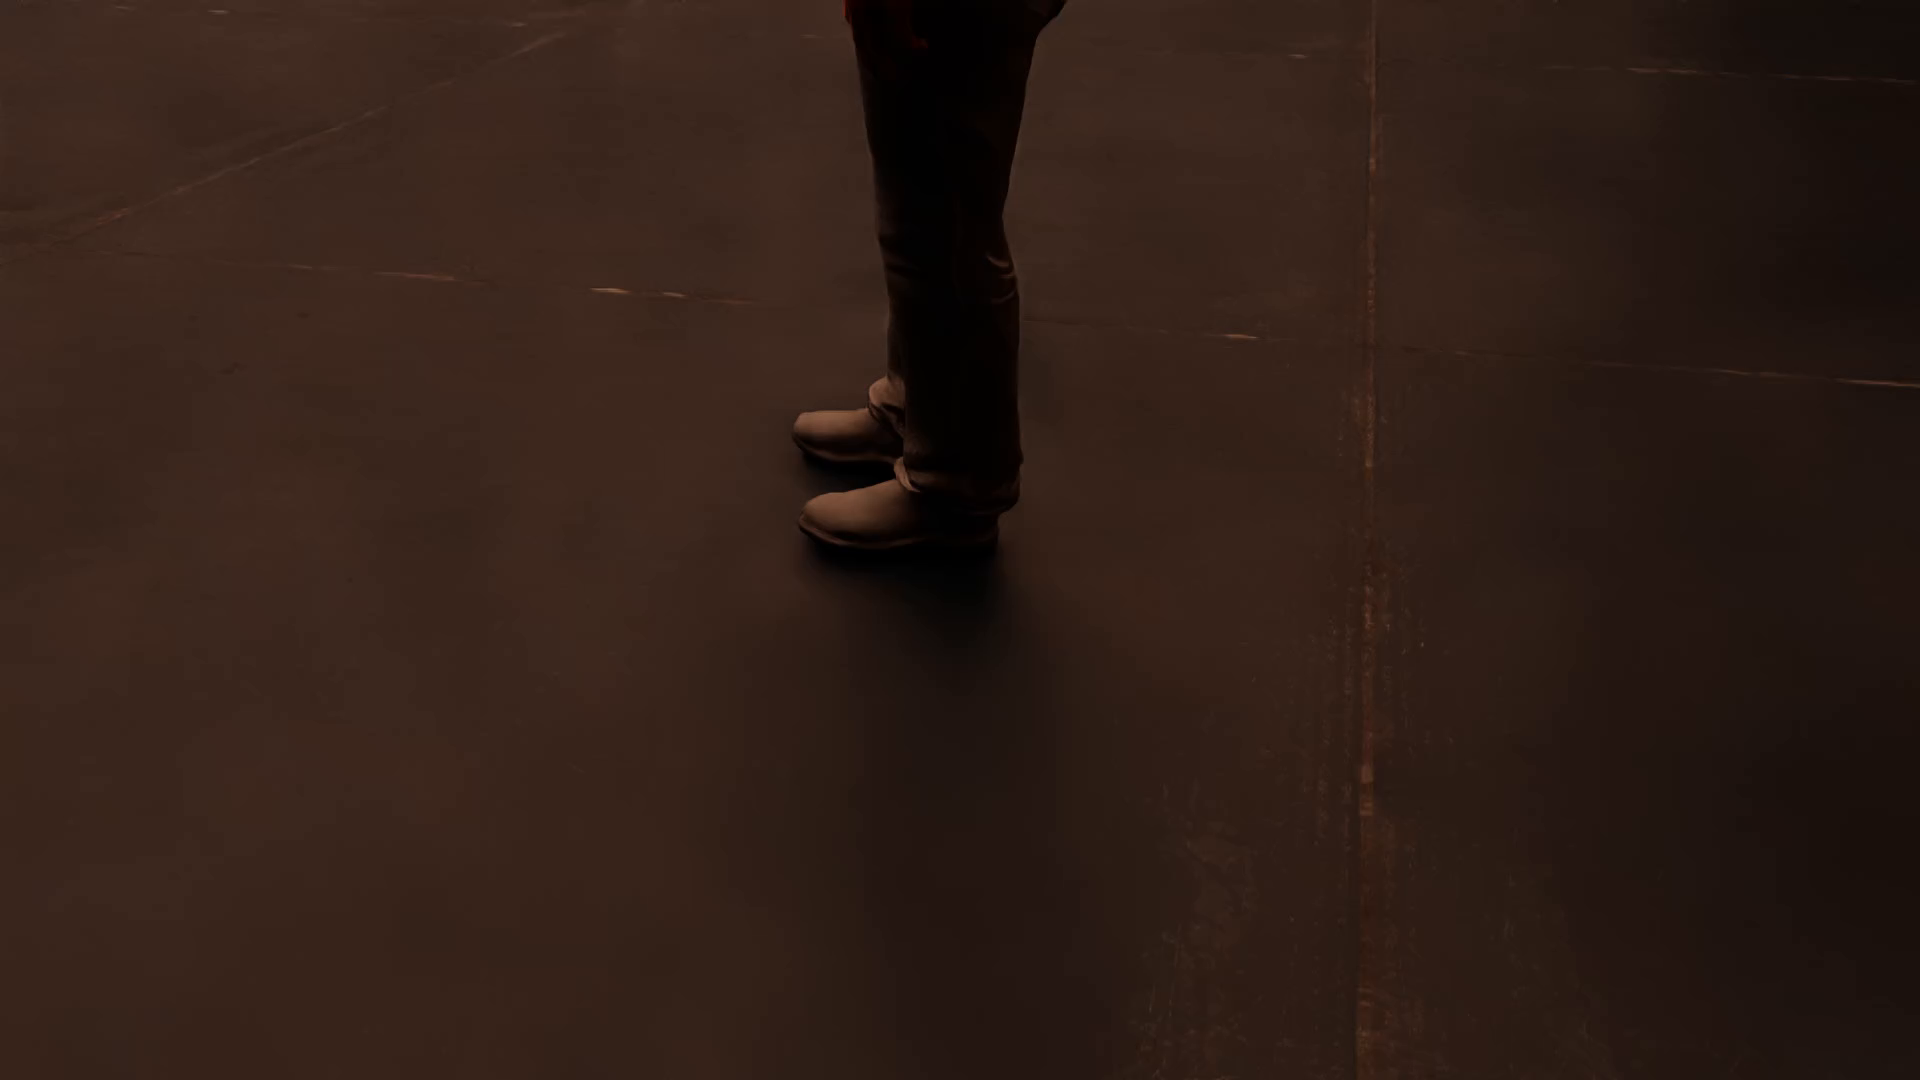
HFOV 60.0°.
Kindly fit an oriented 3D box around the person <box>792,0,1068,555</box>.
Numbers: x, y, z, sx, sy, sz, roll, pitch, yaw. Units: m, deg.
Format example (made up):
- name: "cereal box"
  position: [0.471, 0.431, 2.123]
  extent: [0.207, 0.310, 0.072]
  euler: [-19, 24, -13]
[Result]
- name: "person"
  position: [-0.059, -0.808, 2.116]
  extent: [0.567, 1.773, 0.632]
  euler: [6, 27, 11]
